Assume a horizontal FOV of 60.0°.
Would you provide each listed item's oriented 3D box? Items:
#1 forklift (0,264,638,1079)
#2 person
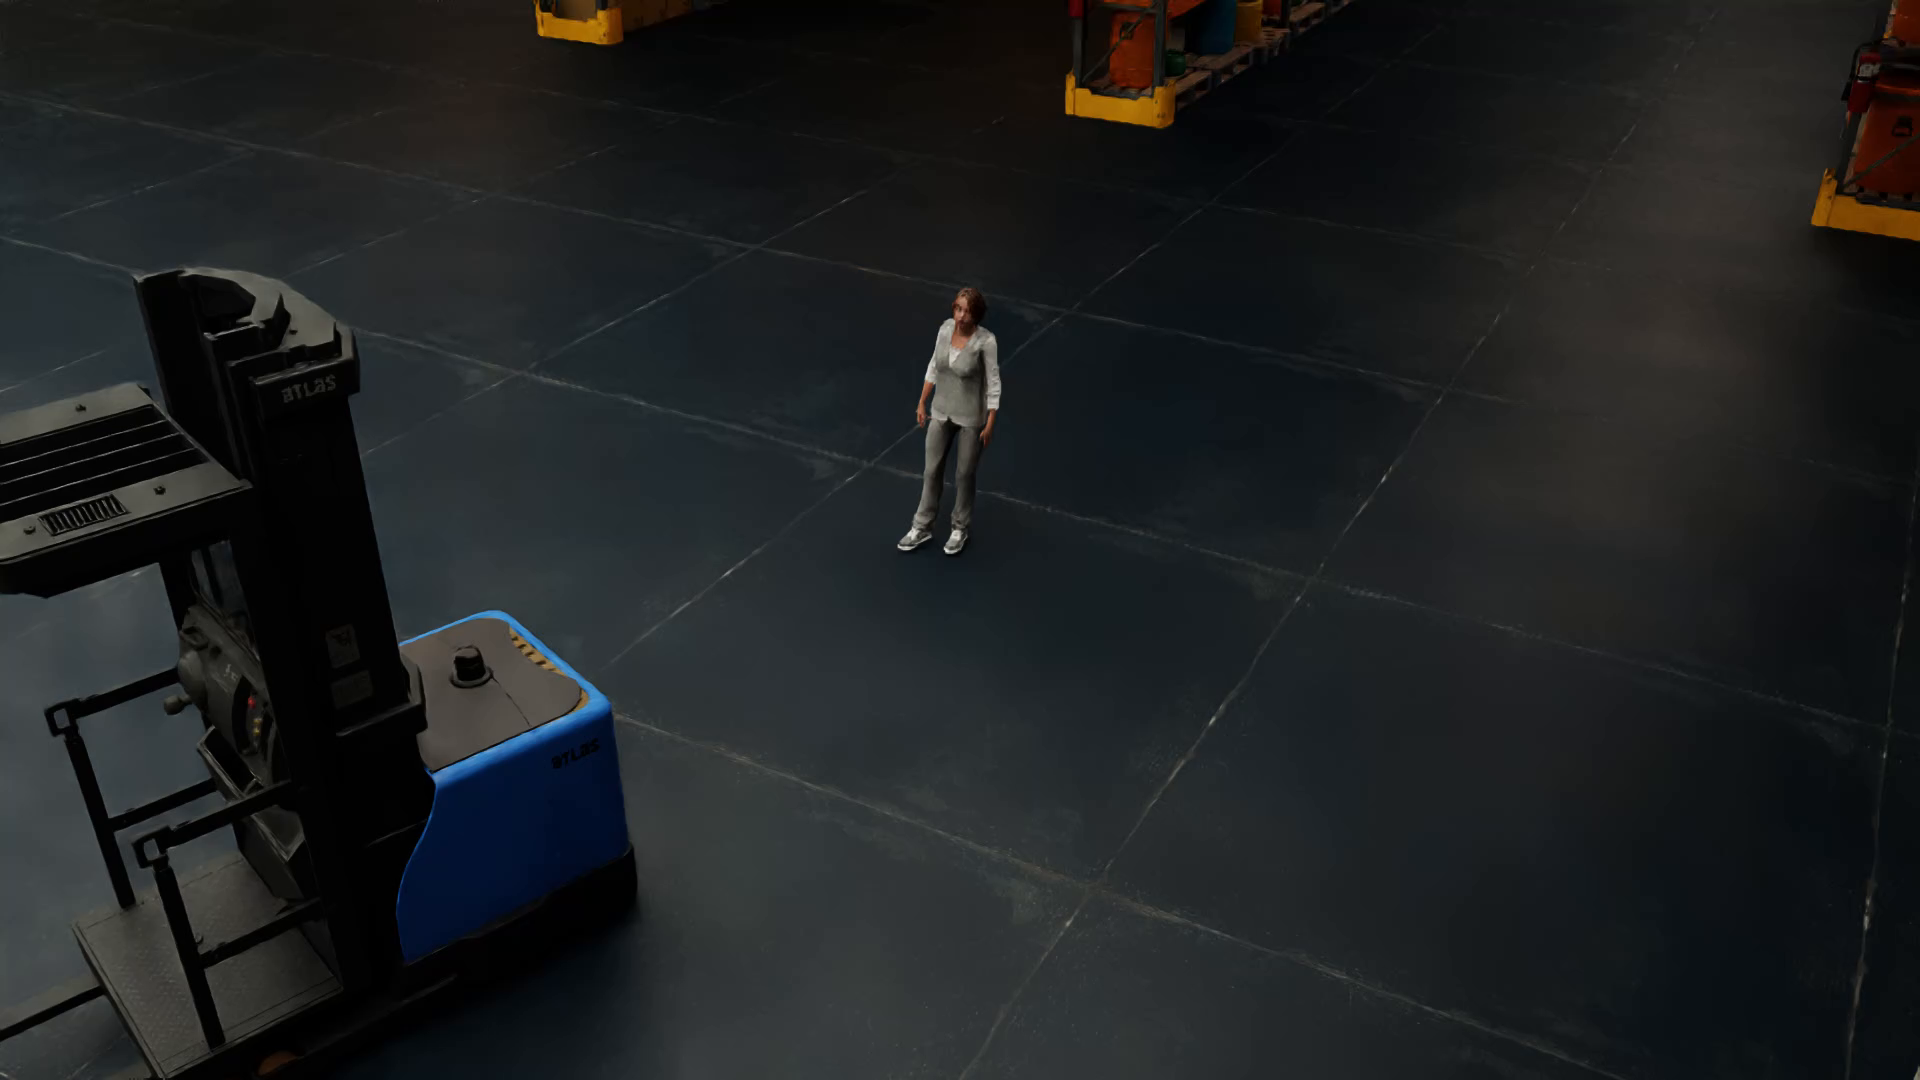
[{"bbox_3d":[-2.846,0.613,6.008,3.031,2.935,1.130,-24,37,-35],"label":"forklift"},{"bbox_3d":[-0.048,-0.669,9.550,0.521,1.597,0.474,15,33,25],"label":"person"}]
